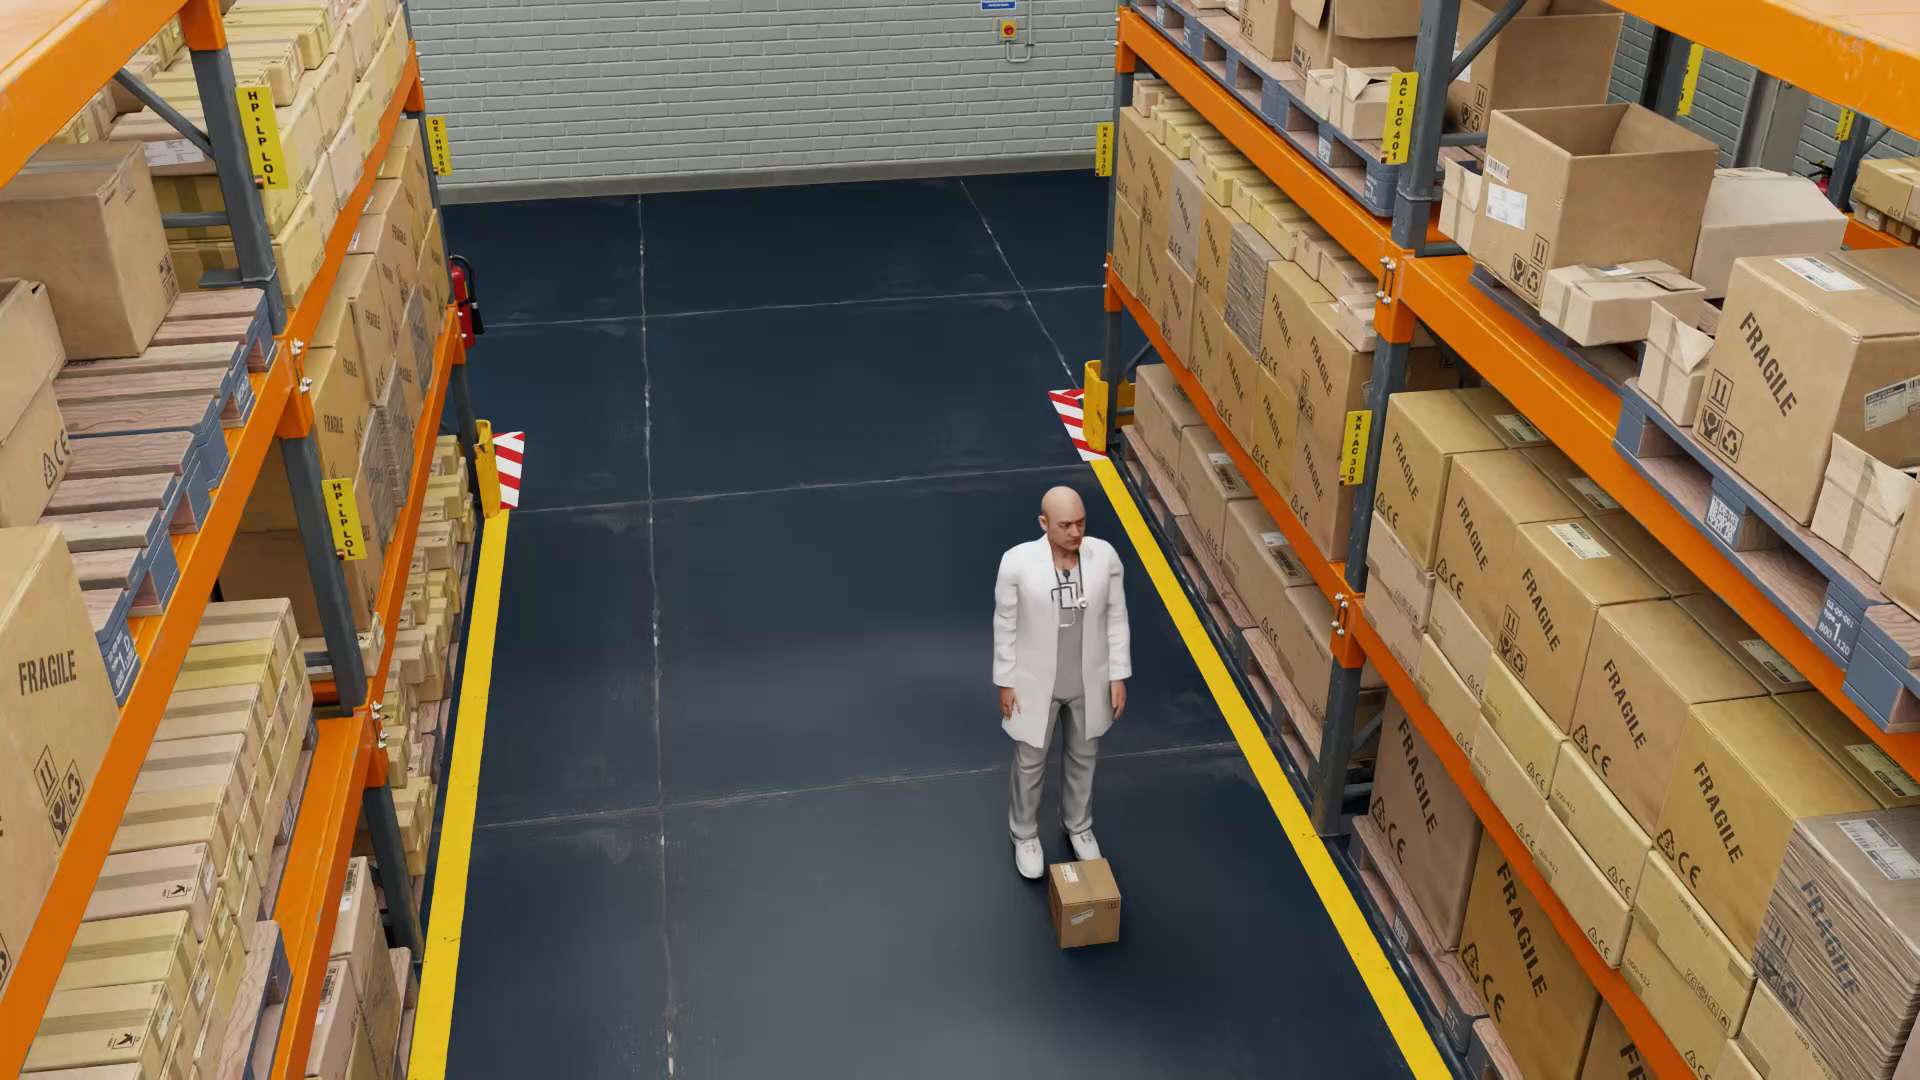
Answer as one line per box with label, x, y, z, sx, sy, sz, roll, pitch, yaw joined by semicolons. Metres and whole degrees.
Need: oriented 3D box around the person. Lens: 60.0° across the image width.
person;0.438;0.618;7.053;0.589;1.790;0.420;-5;31;-8
